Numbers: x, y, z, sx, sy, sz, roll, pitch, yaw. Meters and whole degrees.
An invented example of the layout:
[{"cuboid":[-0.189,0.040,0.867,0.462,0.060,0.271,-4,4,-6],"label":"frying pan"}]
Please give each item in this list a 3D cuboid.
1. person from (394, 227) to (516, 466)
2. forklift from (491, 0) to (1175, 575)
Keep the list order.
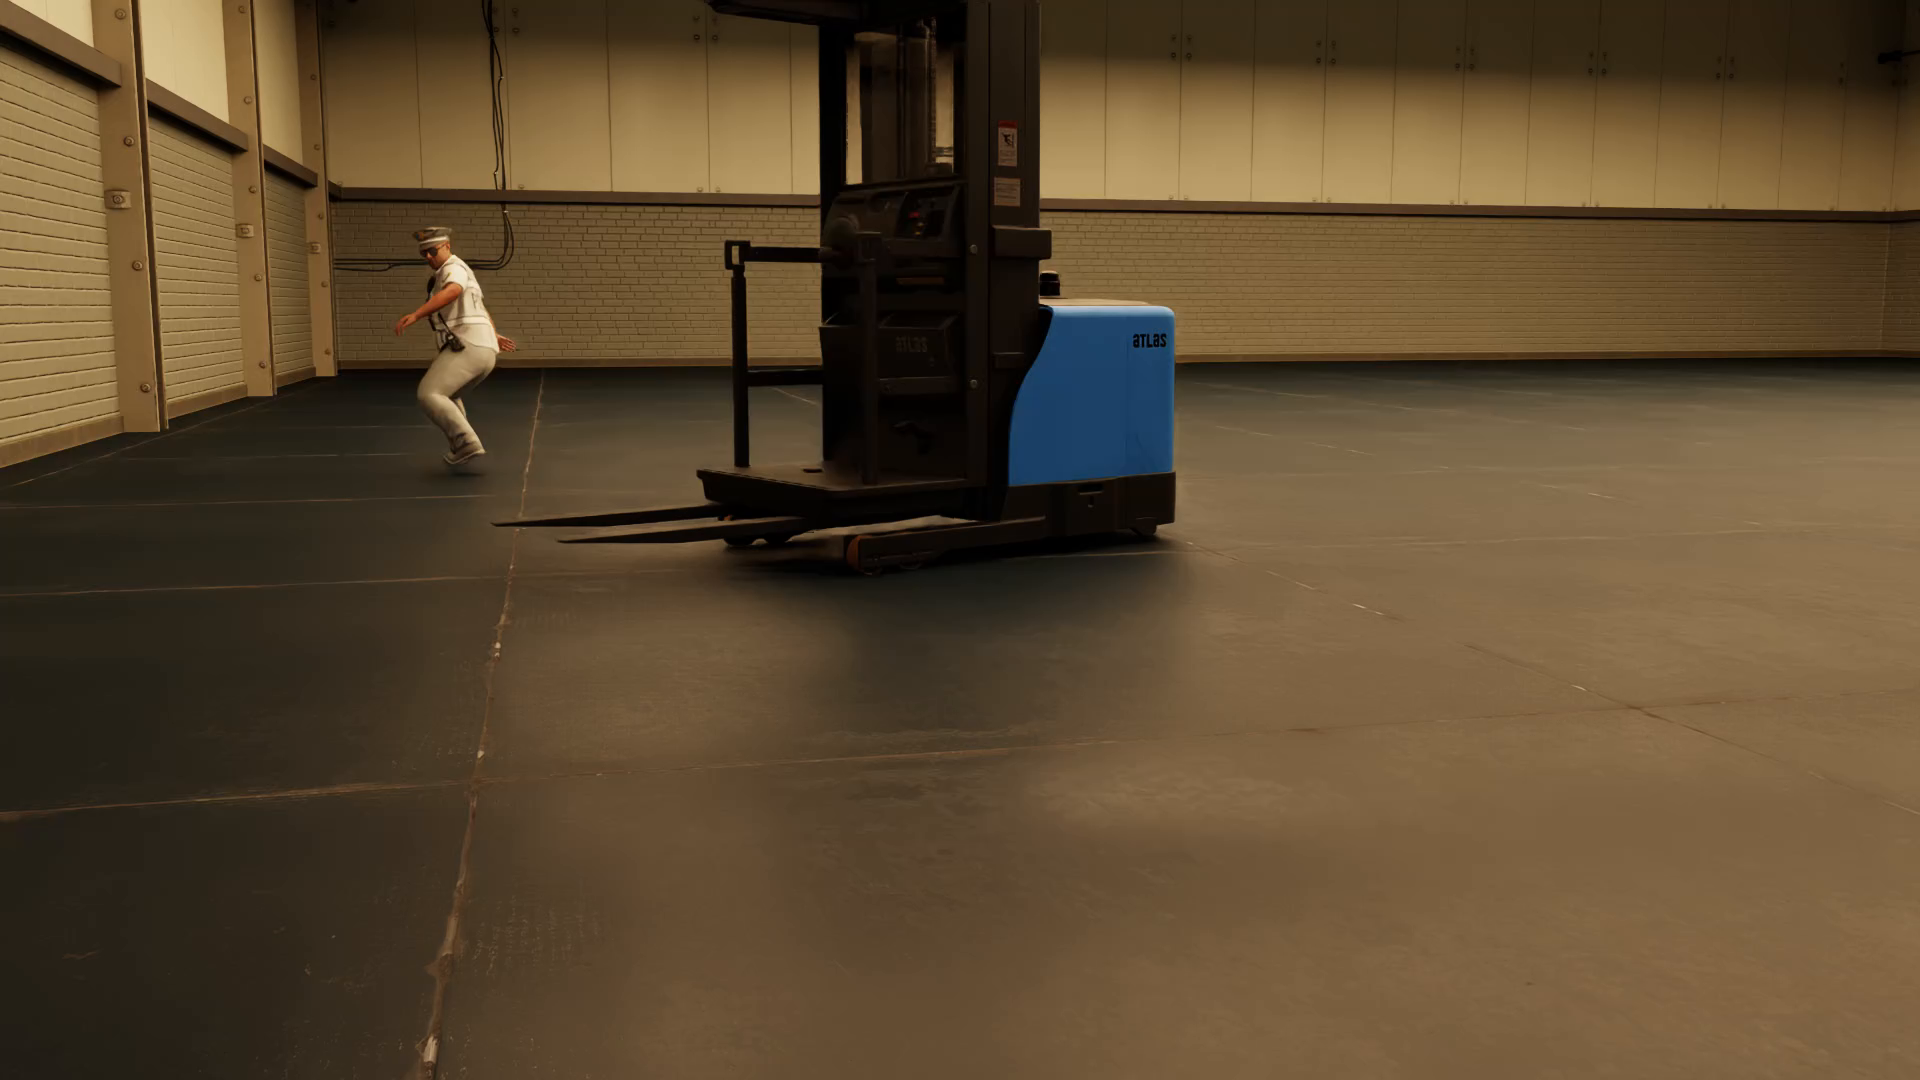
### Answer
[{"cuboid":[-3.345,-1.227,11.114,0.561,1.693,1.156,0,8,-1],"label":"person"},{"cuboid":[-0.463,-1.391,7.073,3.031,2.935,1.130,-6,10,-38],"label":"forklift"}]
